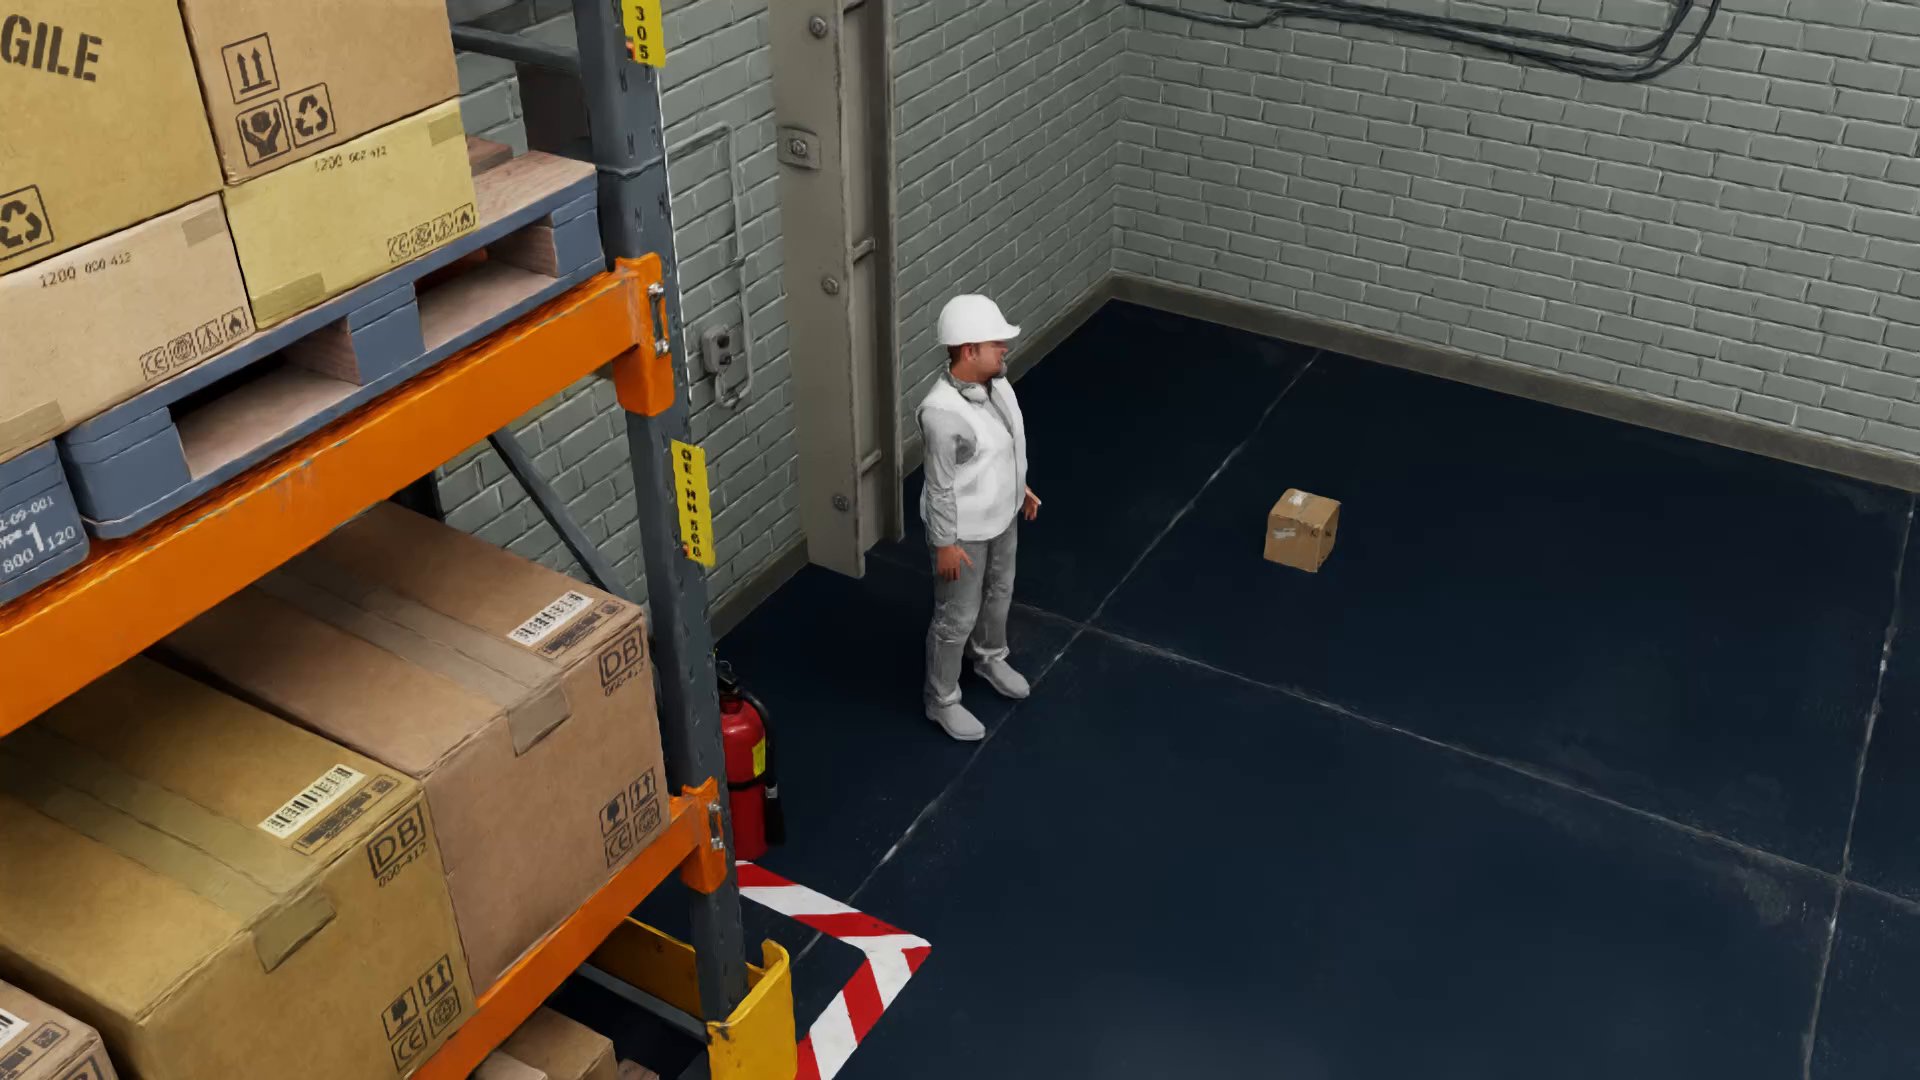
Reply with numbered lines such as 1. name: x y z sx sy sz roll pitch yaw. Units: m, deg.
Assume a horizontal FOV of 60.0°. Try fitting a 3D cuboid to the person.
1. person: 0.060 -0.093 6.215 0.391 1.781 0.571 15 37 21
